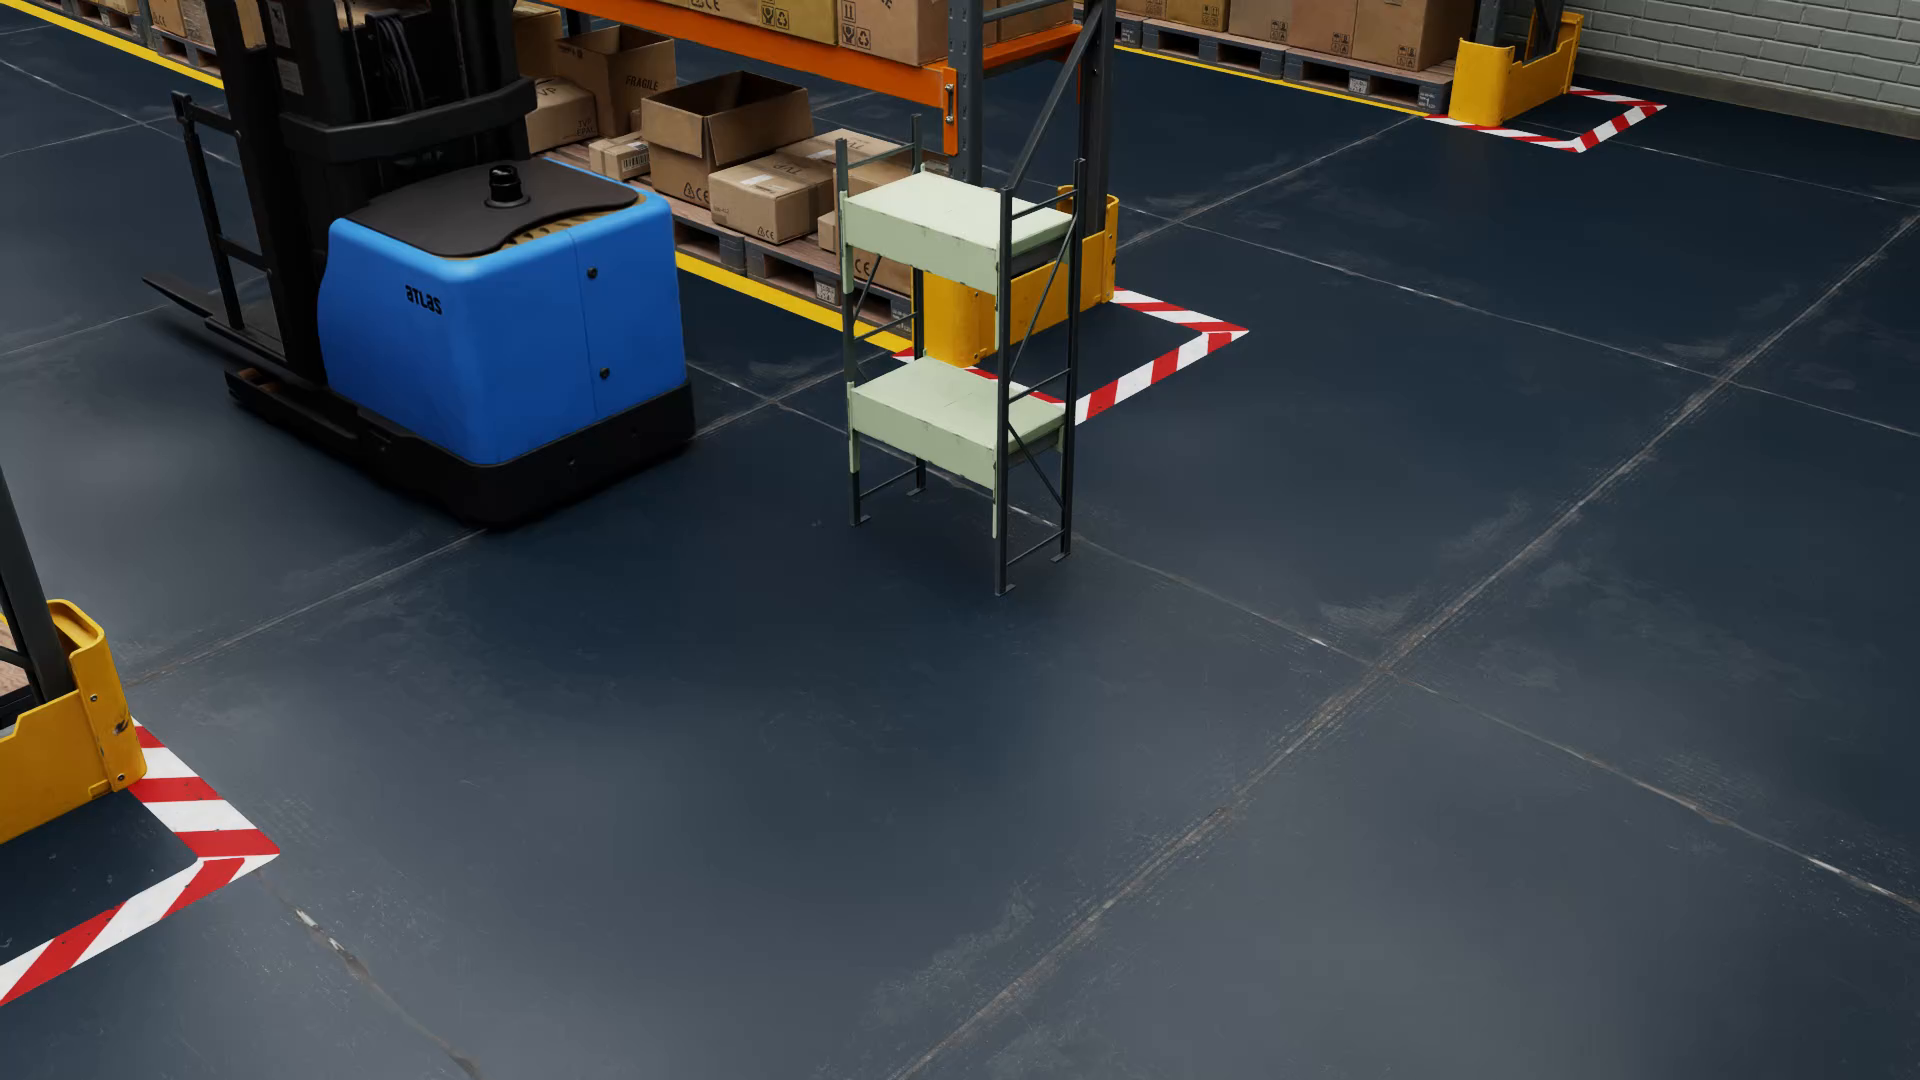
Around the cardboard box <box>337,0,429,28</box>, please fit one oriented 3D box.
[{"bbox_3d":[-3.558,-3.044,10.395,0.500,0.500,0.500,25,39,35],"label":"cardboard box"}]

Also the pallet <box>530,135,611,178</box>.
[{"bbox_3d":[-2.130,-2.258,9.796,1.213,0.211,1.003,25,39,35],"label":"pallet"}]

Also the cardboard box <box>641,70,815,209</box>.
[{"bbox_3d":[-1.242,-2.162,8.926,0.637,0.503,0.797,25,39,35],"label":"cardboard box"}]

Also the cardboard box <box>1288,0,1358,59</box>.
[{"bbox_3d":[2.691,-3.688,11.485,0.500,0.500,0.700,25,39,35],"label":"cardboard box"}]

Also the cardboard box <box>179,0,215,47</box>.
[{"bbox_3d":[-5.067,-3.747,11.563,0.500,0.500,0.500,23,38,33],"label":"cardboard box"}]

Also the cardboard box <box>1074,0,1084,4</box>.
[{"bbox_3d":[1.168,-4.397,12.663,0.500,0.500,0.700,26,39,36],"label":"cardboard box"}]

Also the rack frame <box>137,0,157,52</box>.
[{"bbox_3d":[-5.604,-5.075,11.772,0.127,3.000,1.000,25,39,35],"label":"rack frame"}]

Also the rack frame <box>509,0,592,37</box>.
[{"bbox_3d":[-2.639,-3.691,9.473,0.127,3.000,1.000,25,39,35],"label":"rack frame"}]

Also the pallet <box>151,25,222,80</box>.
[{"bbox_3d":[-5.076,-3.608,12.038,1.213,0.211,1.003,25,39,35],"label":"pallet"}]

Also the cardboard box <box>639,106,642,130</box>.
[{"bbox_3d":[-1.470,-2.379,9.474,0.500,0.311,0.500,25,39,35],"label":"cardboard box"}]

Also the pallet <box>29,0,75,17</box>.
[{"bbox_3d":[-7.089,-4.603,13.691,1.213,0.211,1.003,25,39,35],"label":"pallet"}]

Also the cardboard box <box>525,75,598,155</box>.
[{"bbox_3d":[-2.473,-2.499,9.674,0.500,0.311,0.500,25,39,35],"label":"cardboard box"}]

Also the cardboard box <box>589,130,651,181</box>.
[{"bbox_3d":[-1.824,-2.142,9.220,0.250,0.166,0.380,25,39,35],"label":"cardboard box"}]

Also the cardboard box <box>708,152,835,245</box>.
[{"bbox_3d":[-0.926,-1.751,8.490,0.500,0.250,0.500,25,39,35],"label":"cardboard box"}]

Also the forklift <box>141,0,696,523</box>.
[{"bbox_3d":[-2.536,-1.949,6.646,3.031,2.935,1.130,24,38,34],"label":"forklift"}]

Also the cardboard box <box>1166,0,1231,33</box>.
[{"bbox_3d":[1.918,-4.044,12.075,0.500,0.500,0.700,26,40,36],"label":"cardboard box"}]

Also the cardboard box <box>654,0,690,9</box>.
[{"bbox_3d":[-1.314,-2.928,8.108,0.500,0.500,0.500,24,39,34],"label":"cardboard box"}]

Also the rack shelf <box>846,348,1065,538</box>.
[{"bbox_3d":[-0.005,-0.366,6.035,0.720,0.370,0.431,25,39,35],"label":"rack shelf"}]

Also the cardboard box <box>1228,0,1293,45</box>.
[{"bbox_3d":[2.318,-3.862,11.773,0.500,0.500,0.700,24,38,34],"label":"cardboard box"}]

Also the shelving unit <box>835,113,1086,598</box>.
[{"bbox_3d":[-0.005,-0.645,5.867,0.755,1.500,0.431,25,39,35],"label":"shelving unit"}]

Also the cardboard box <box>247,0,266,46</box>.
[{"bbox_3d":[-4.308,-3.393,10.974,0.500,0.500,0.500,24,38,34],"label":"cardboard box"}]

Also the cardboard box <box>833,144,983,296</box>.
[{"bbox_3d":[-0.241,-1.518,7.860,0.500,0.500,0.500,25,39,35],"label":"cardboard box"}]

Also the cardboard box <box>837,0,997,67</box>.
[{"bbox_3d":[-0.188,-2.400,7.232,0.500,0.500,0.500,26,40,36],"label":"cardboard box"}]

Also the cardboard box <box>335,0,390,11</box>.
[{"bbox_3d":[-3.929,-3.218,10.684,0.500,0.500,0.500,26,39,36],"label":"cardboard box"}]

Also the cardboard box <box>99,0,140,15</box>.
[{"bbox_3d":[-6.158,-4.166,12.521,0.500,0.250,0.500,26,40,36],"label":"cardboard box"}]

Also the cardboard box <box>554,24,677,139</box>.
[{"bbox_3d":[-2.026,-2.720,9.856,0.500,0.500,0.500,25,39,35],"label":"cardboard box"}]

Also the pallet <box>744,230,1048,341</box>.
[{"bbox_3d":[-0.321,-1.414,8.394,1.213,0.211,1.003,25,39,35],"label":"pallet"}]

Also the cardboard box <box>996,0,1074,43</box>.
[{"bbox_3d":[0.175,-2.604,7.570,0.500,0.500,0.500,26,40,36],"label":"cardboard box"}]

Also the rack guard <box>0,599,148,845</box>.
[{"bbox_3d":[-2.973,0.661,4.668,0.348,0.500,1.175,25,39,35],"label":"rack guard"}]

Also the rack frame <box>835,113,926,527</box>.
[{"bbox_3d":[-0.276,-0.772,6.077,0.023,1.500,0.400,25,39,35],"label":"rack frame"}]

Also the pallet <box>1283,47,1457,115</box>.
[{"bbox_3d":[3.003,-3.254,11.451,1.213,0.211,1.003,25,39,35],"label":"pallet"}]

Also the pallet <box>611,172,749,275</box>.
[{"bbox_3d":[-1.221,-1.836,9.095,1.213,0.211,1.003,25,39,35],"label":"pallet"}]

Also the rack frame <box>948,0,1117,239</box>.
[{"bbox_3d":[0.327,-2.306,7.173,0.127,3.000,1.000,25,39,35],"label":"rack frame"}]

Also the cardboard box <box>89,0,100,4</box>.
[{"bbox_3d":[-6.543,-4.343,12.815,0.500,0.250,0.500,25,39,35],"label":"cardboard box"}]

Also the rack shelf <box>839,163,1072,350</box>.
[{"bbox_3d":[-0.005,-0.979,5.666,0.720,0.370,0.431,25,39,35],"label":"rack shelf"}]

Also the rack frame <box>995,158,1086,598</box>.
[{"bbox_3d":[0.266,-0.518,5.657,0.023,1.500,0.400,25,39,35],"label":"rack frame"}]

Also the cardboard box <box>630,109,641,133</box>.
[{"bbox_3d":[-1.707,-2.462,9.770,0.250,0.149,0.380,25,39,35],"label":"cardboard box"}]

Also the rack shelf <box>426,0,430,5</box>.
[{"bbox_3d":[-4.121,-4.075,10.808,4.000,0.370,1.077,25,39,35],"label":"rack shelf"}]

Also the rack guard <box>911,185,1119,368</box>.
[{"bbox_3d":[0.271,-1.262,7.861,0.348,0.500,1.175,25,39,35],"label":"rack guard"}]

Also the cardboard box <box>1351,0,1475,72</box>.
[{"bbox_3d":[3.062,-3.515,11.197,0.500,0.500,0.700,25,39,35],"label":"cardboard box"}]

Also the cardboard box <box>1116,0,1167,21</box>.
[{"bbox_3d":[1.539,-4.222,12.372,0.500,0.500,0.700,25,39,35],"label":"cardboard box"}]

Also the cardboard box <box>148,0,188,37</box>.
[{"bbox_3d":[-5.459,-3.926,11.860,0.500,0.500,0.500,27,40,37],"label":"cardboard box"}]

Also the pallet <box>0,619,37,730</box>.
[{"bbox_3d":[-3.585,0.481,5.247,1.213,0.211,1.003,25,39,35],"label":"pallet"}]

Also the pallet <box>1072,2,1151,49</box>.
[{"bbox_3d":[1.194,-4.099,12.854,1.213,0.211,1.003,25,39,35],"label":"pallet"}]

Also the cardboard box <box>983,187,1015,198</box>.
[{"bbox_3d":[0.062,-1.644,8.393,0.250,0.166,0.380,25,39,35],"label":"cardboard box"}]

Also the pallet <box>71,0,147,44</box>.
[{"bbox_3d":[-6.188,-4.180,12.989,1.213,0.211,1.003,25,39,35],"label":"pallet"}]

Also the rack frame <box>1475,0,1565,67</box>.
[{"bbox_3d":[3.648,-4.202,10.322,0.127,3.000,1.000,25,39,35],"label":"rack frame"}]

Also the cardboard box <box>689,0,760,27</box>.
[{"bbox_3d":[-0.941,-2.753,7.818,0.500,0.500,0.500,25,39,35],"label":"cardboard box"}]

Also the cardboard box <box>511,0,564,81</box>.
[{"bbox_3d":[-2.834,-3.069,10.437,0.500,0.500,0.500,23,38,33],"label":"cardboard box"}]

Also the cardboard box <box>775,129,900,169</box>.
[{"bbox_3d":[-0.627,-1.960,8.836,0.500,0.250,0.500,25,39,35],"label":"cardboard box"}]

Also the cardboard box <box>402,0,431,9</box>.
[{"bbox_3d":[-3.237,-3.249,10.736,0.500,0.500,0.500,26,39,36],"label":"cardboard box"}]

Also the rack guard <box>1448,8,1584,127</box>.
[{"bbox_3d":[3.666,-3.123,10.953,0.348,0.500,1.175,25,39,35],"label":"rack guard"}]

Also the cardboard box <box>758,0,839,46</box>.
[{"bbox_3d":[-0.575,-2.578,7.528,0.500,0.500,0.500,25,39,35],"label":"cardboard box"}]

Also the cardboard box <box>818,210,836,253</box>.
[{"bbox_3d":[-0.481,-1.550,8.236,0.250,0.166,0.380,25,39,35],"label":"cardboard box"}]

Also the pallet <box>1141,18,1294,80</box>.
[{"bbox_3d":[2.103,-3.676,12.152,1.213,0.211,1.003,25,39,35],"label":"pallet"}]

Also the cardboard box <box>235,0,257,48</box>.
[{"bbox_3d":[-4.698,-3.571,11.271,0.500,0.500,0.500,24,39,34],"label":"cardboard box"}]

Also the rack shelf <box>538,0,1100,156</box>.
[{"bbox_3d":[-1.156,-2.690,8.508,4.000,0.370,1.077,25,39,35],"label":"rack shelf"}]

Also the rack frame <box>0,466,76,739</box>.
[{"bbox_3d":[-2.999,-0.414,4.029,0.127,3.000,1.000,25,39,35],"label":"rack frame"}]
